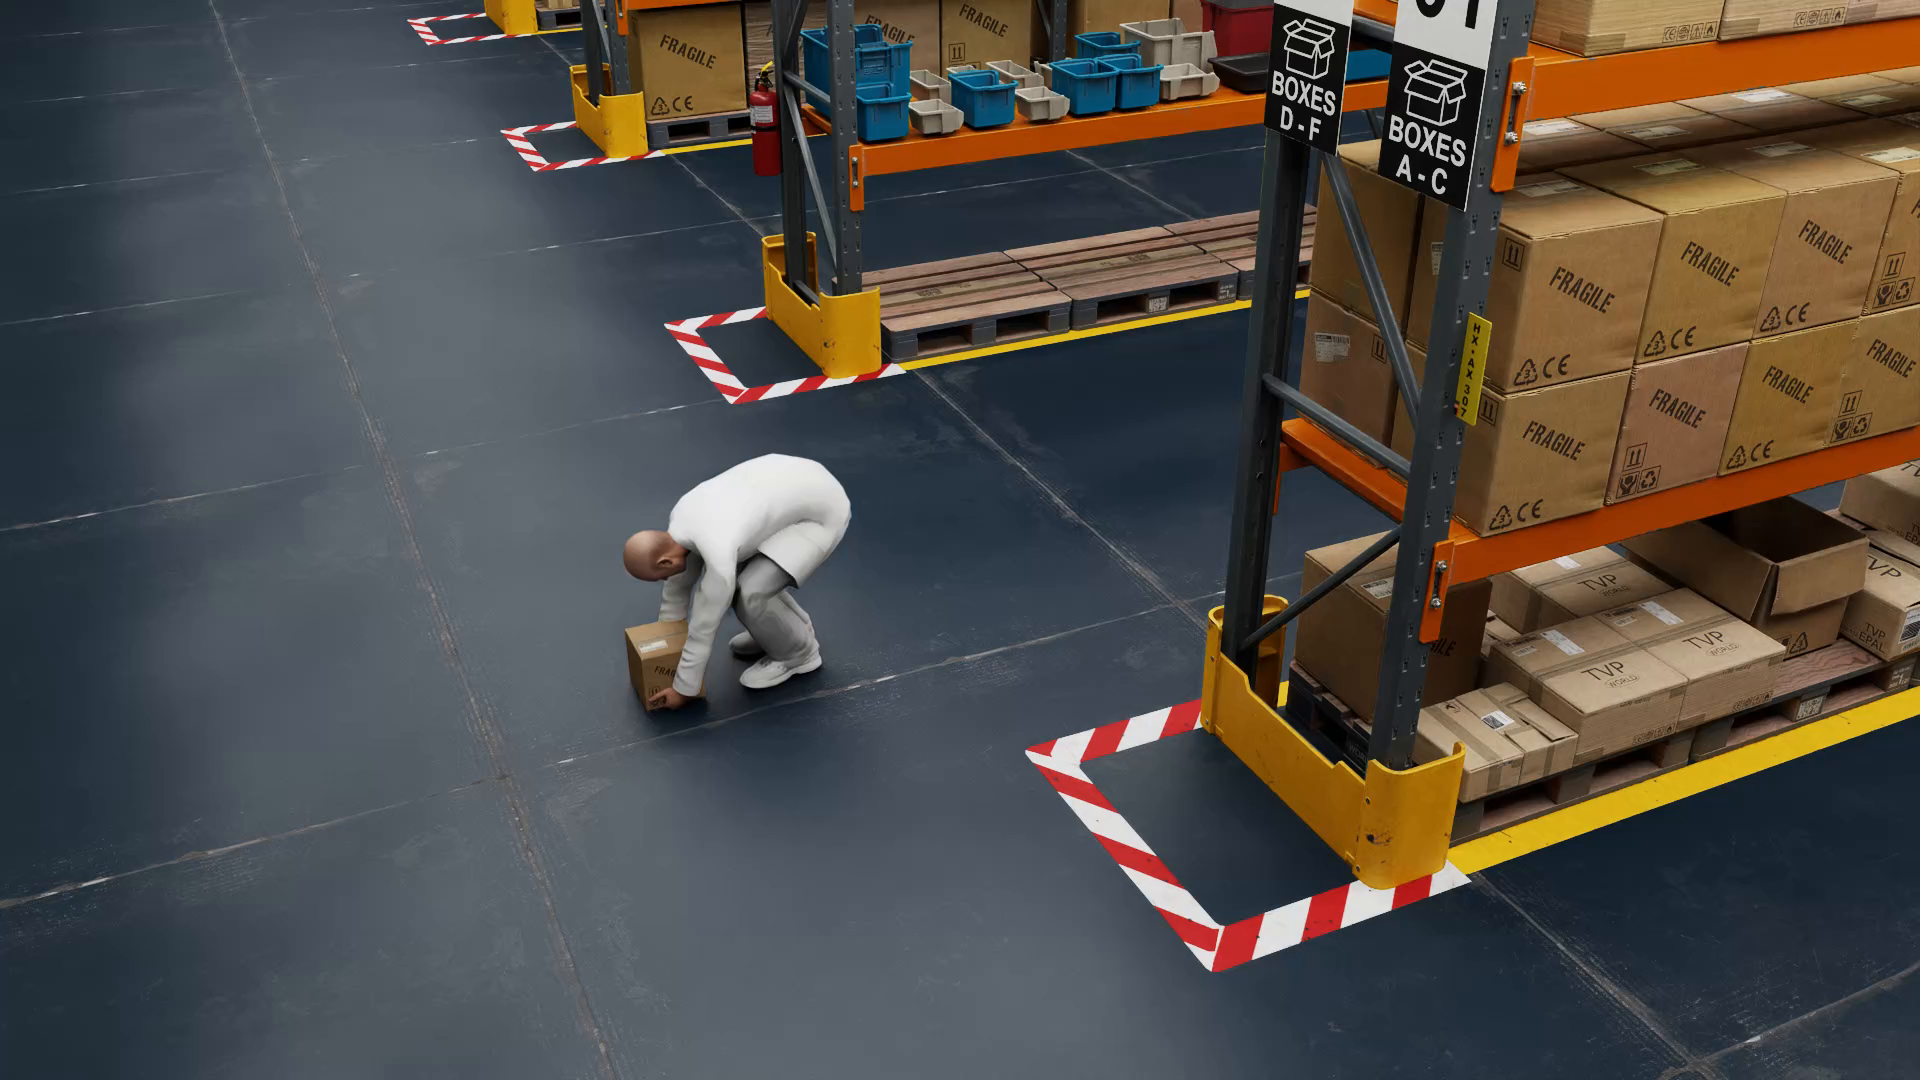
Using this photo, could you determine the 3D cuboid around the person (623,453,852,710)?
[{"bbox_3d":[-0.893,0.144,6.770,0.948,0.934,0.587,-14,32,-24],"label":"person"}]
